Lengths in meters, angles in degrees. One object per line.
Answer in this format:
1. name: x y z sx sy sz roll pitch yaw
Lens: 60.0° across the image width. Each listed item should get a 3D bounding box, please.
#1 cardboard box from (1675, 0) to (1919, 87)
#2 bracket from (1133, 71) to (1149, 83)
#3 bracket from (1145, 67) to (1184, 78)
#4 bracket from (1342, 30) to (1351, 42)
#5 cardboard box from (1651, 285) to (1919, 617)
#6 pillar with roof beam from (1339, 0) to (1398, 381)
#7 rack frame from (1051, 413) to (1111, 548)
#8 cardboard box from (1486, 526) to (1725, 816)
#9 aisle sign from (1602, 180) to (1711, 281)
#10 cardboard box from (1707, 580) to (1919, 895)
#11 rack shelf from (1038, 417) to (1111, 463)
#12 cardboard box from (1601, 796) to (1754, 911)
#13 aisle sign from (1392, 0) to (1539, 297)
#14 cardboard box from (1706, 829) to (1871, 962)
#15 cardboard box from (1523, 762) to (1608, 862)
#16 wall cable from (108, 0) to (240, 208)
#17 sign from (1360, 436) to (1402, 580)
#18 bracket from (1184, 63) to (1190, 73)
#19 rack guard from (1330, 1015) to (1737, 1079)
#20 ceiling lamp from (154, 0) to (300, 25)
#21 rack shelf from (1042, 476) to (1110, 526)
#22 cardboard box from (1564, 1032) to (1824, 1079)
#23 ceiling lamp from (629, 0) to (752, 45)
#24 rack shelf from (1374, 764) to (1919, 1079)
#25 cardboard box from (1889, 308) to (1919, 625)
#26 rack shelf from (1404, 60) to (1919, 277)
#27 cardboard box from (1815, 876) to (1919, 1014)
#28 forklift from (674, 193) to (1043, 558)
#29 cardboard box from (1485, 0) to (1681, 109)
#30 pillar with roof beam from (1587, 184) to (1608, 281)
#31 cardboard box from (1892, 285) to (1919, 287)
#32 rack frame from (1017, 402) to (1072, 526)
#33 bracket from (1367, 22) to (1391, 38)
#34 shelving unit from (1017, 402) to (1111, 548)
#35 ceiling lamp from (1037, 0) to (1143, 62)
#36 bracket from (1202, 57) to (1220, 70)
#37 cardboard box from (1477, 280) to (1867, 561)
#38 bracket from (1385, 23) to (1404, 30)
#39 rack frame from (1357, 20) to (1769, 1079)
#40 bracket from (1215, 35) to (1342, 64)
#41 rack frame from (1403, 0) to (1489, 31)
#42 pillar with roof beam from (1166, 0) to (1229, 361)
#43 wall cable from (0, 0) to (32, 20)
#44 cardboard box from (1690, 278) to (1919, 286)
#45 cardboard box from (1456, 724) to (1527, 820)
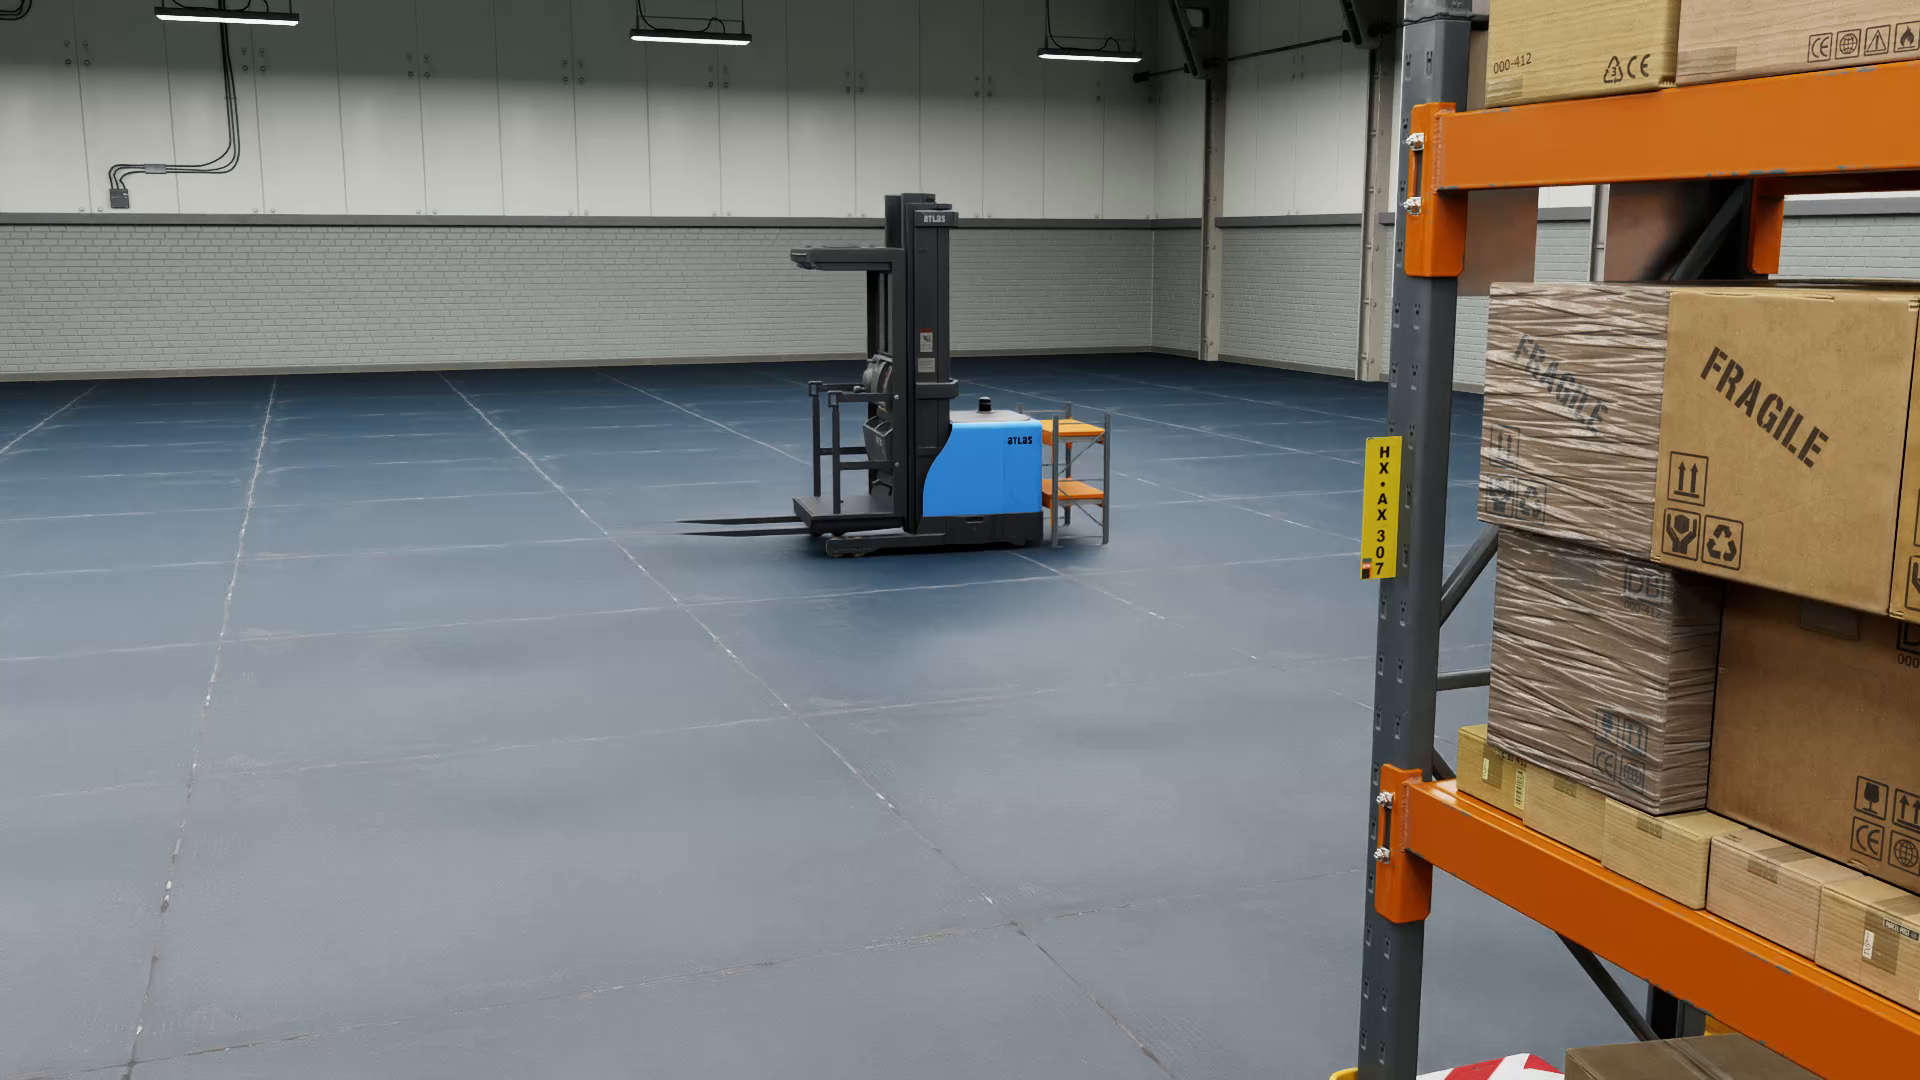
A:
1. cardboard box: 1.595 -0.905 2.807 0.500 0.250 0.500 -4 11 -22
2. bracket: 4.167 -10.619 38.147 0.235 0.232 0.430 -4 11 -21
3. bracket: 4.381 -10.523 37.605 0.076 0.066 3.189 -4 11 -21
4. bracket: 7.200 -9.253 30.466 0.235 0.232 0.430 -4 11 -21
5. cardboard box: 1.589 -0.180 2.876 0.500 0.500 0.500 -4 11 -21
6. pillar with roof beam: 3.669 -7.163 28.992 9.100 9.000 0.548 -4 11 -21
7. rack frame: 1.020 -0.502 14.030 0.500 1.125 0.032 -3 10 -15
8. cardboard box: 1.643 0.215 3.513 0.875 0.500 0.500 -4 11 -21
9. aisle sign: 1.726 -0.990 3.998 0.394 0.787 0.004 -4 11 -21
10. cardboard box: 1.936 0.289 3.097 0.875 0.500 0.500 -4 11 -21
11. rack shelf: 0.890 -0.876 14.463 0.538 0.278 1.000 -3 10 -15
12. cardboard box: 1.499 0.588 3.266 0.380 0.149 0.250 -4 11 -21
13. aisle sign: 1.167 -0.952 3.784 0.394 0.787 0.004 -4 11 -21
14. cardboard box: 1.609 0.628 3.044 0.380 0.149 0.250 -4 11 -21
15. cardboard box: 1.423 0.546 3.501 0.380 0.149 0.250 -4 11 -21
16. wall cable: -14.833 -9.255 31.045 2.305 6.003 0.169 -4 11 -21
17. sign: 0.963 -0.073 3.792 0.100 0.325 0.005 -4 11 -21
18. bracket: 5.026 -10.233 35.972 0.235 0.232 0.430 -4 11 -21
19. rack guard: 1.496 1.562 4.211 1.175 0.500 0.348 -4 11 -21
20. ceiling lamp: -11.137 -9.430 25.069 2.000 3.185 0.800 -4 11 -21
21. rack shelf: 0.890 -0.347 14.557 0.538 0.278 1.000 -3 10 -15
22. cardboard box: 1.680 1.446 3.665 0.500 0.500 0.500 -2 10 -10
23. ceiling lamp: -4.557 -9.878 27.588 2.000 3.185 0.800 -4 11 -21
24. rack shelf: 2.194 1.000 2.290 1.077 0.370 4.000 -4 11 -21
25. cardboard box: 1.771 -0.098 2.418 0.500 0.500 0.500 -4 11 -21
26. rack shelf: 2.194 -0.477 2.027 1.077 0.370 4.000 -4 11 -21
27. cardboard box: 1.693 0.669 2.812 0.380 0.149 0.250 -4 11 -21
28. forklift: -0.869 -1.398 13.913 3.031 2.935 1.130 -3 10 -14
29. cardboard box: 1.403 -0.989 3.278 0.500 0.250 0.500 -4 11 -19
30. pillar with roof beam: 5.844 -6.183 23.486 9.100 9.000 0.548 -4 11 -21
31. cardboard box: 2.085 -0.214 3.066 0.500 0.500 0.500 -4 11 -21
32. rack frame: 0.759 -0.674 14.998 0.500 1.125 0.032 -3 10 -15
33. bracket: 7.501 -9.118 29.705 0.235 0.232 0.430 -4 11 -21
34. shelving unit: 0.890 -0.588 14.514 0.538 1.125 1.048 -3 10 -15
35. ceiling lamp: 2.284 -10.343 30.206 2.000 3.185 0.800 -4 11 -21
36. bracket: 5.327 -10.097 35.211 0.235 0.232 0.430 -4 11 -21
37. cardboard box: 1.414 -0.262 3.338 0.500 0.500 0.500 -4 11 -21
38. bracket: 8.435 -8.697 27.341 0.076 0.066 4.783 -4 11 -21
39. rack frame: 1.469 0.319 4.062 1.000 3.000 0.127 -4 11 -21
40. bracket: 6.261 -9.676 32.846 0.076 0.066 4.783 -4 11 -21
41. rack frame: 1.469 -2.635 3.536 1.000 3.000 0.127 -4 11 -21
42. pillar with roof beam: 1.495 -8.142 34.497 9.100 9.000 0.548 -4 11 -21
43. wall cable: -18.281 -10.546 29.471 3.097 2.526 0.112 -4 11 -21
44. cardboard box: 1.898 -0.295 3.523 0.500 0.500 0.500 -4 11 -21
45. cardboard box: 1.350 0.504 3.737 0.380 0.149 0.250 -4 11 -21
